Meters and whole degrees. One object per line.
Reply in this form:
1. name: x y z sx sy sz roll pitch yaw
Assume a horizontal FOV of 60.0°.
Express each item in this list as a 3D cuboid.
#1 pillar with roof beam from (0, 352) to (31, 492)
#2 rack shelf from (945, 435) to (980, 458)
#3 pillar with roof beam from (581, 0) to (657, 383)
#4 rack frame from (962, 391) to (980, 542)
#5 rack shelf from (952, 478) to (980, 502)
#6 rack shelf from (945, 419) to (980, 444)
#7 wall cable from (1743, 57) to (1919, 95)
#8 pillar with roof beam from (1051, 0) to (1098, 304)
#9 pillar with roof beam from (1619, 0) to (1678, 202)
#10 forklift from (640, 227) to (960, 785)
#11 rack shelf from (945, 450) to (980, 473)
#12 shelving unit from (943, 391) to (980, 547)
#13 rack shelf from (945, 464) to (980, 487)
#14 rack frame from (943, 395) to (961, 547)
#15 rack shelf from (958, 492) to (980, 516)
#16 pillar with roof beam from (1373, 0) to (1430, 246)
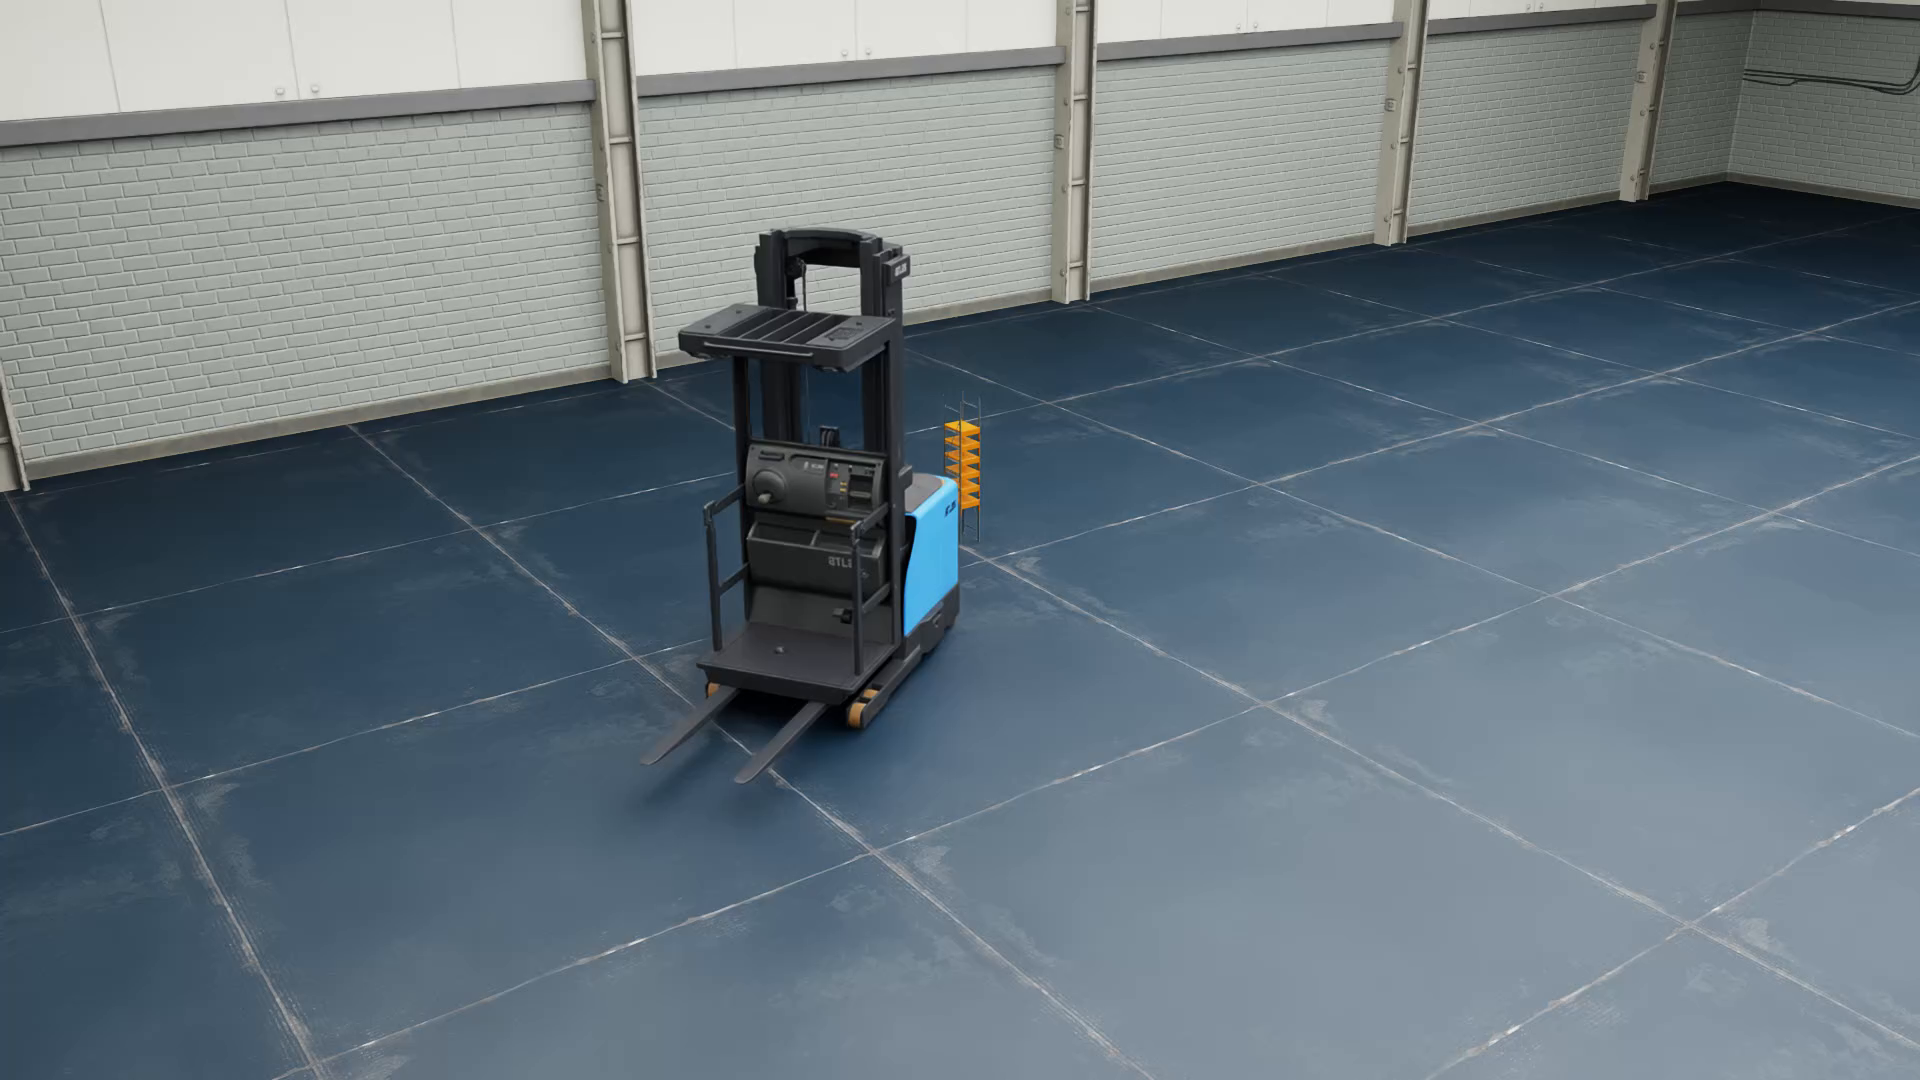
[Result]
1. pillar with roof beam: -5.837 -3.326 9.589 0.400 9.000 9.100 -15 26 -33
2. rack shelf: 0.012 -0.742 13.109 0.180 0.103 0.258 -15 26 -33
3. pillar with roof beam: -0.967 -4.624 12.843 0.400 9.000 9.100 -15 26 -33
4. rack frame: 0.086 -0.580 13.231 0.006 1.200 0.240 -15 26 -33
5. rack shelf: 0.012 -0.408 13.243 0.180 0.103 0.258 -15 26 -33
6. rack shelf: 0.012 -0.853 13.065 0.180 0.103 0.258 -15 26 -33
7. wall cable: 14.294 -8.613 27.029 0.112 2.526 3.097 -15 26 -33
8. pillar with roof beam: 3.904 -5.923 16.098 0.400 9.000 9.100 -15 26 -33
9. pillar with roof beam: 13.645 -8.520 22.607 0.400 9.000 9.100 -15 26 -33
10. forklift: -0.997 -0.350 10.318 1.130 2.935 3.031 8 23 19
11. rack shelf: 0.012 -0.631 13.154 0.180 0.103 0.258 -15 26 -33
12. shelving unit: 0.012 -0.560 13.182 0.189 1.200 0.258 -15 26 -33
13. rack shelf: 0.012 -0.519 13.198 0.180 0.103 0.258 -15 26 -33
14. rack frame: -0.063 -0.541 13.132 0.006 1.200 0.240 -15 26 -33
15. rack shelf: 0.012 -0.296 13.287 0.180 0.103 0.258 -15 26 -33
16. pillar with roof beam: 8.774 -7.222 19.352 0.400 9.000 9.100 -15 26 -33
